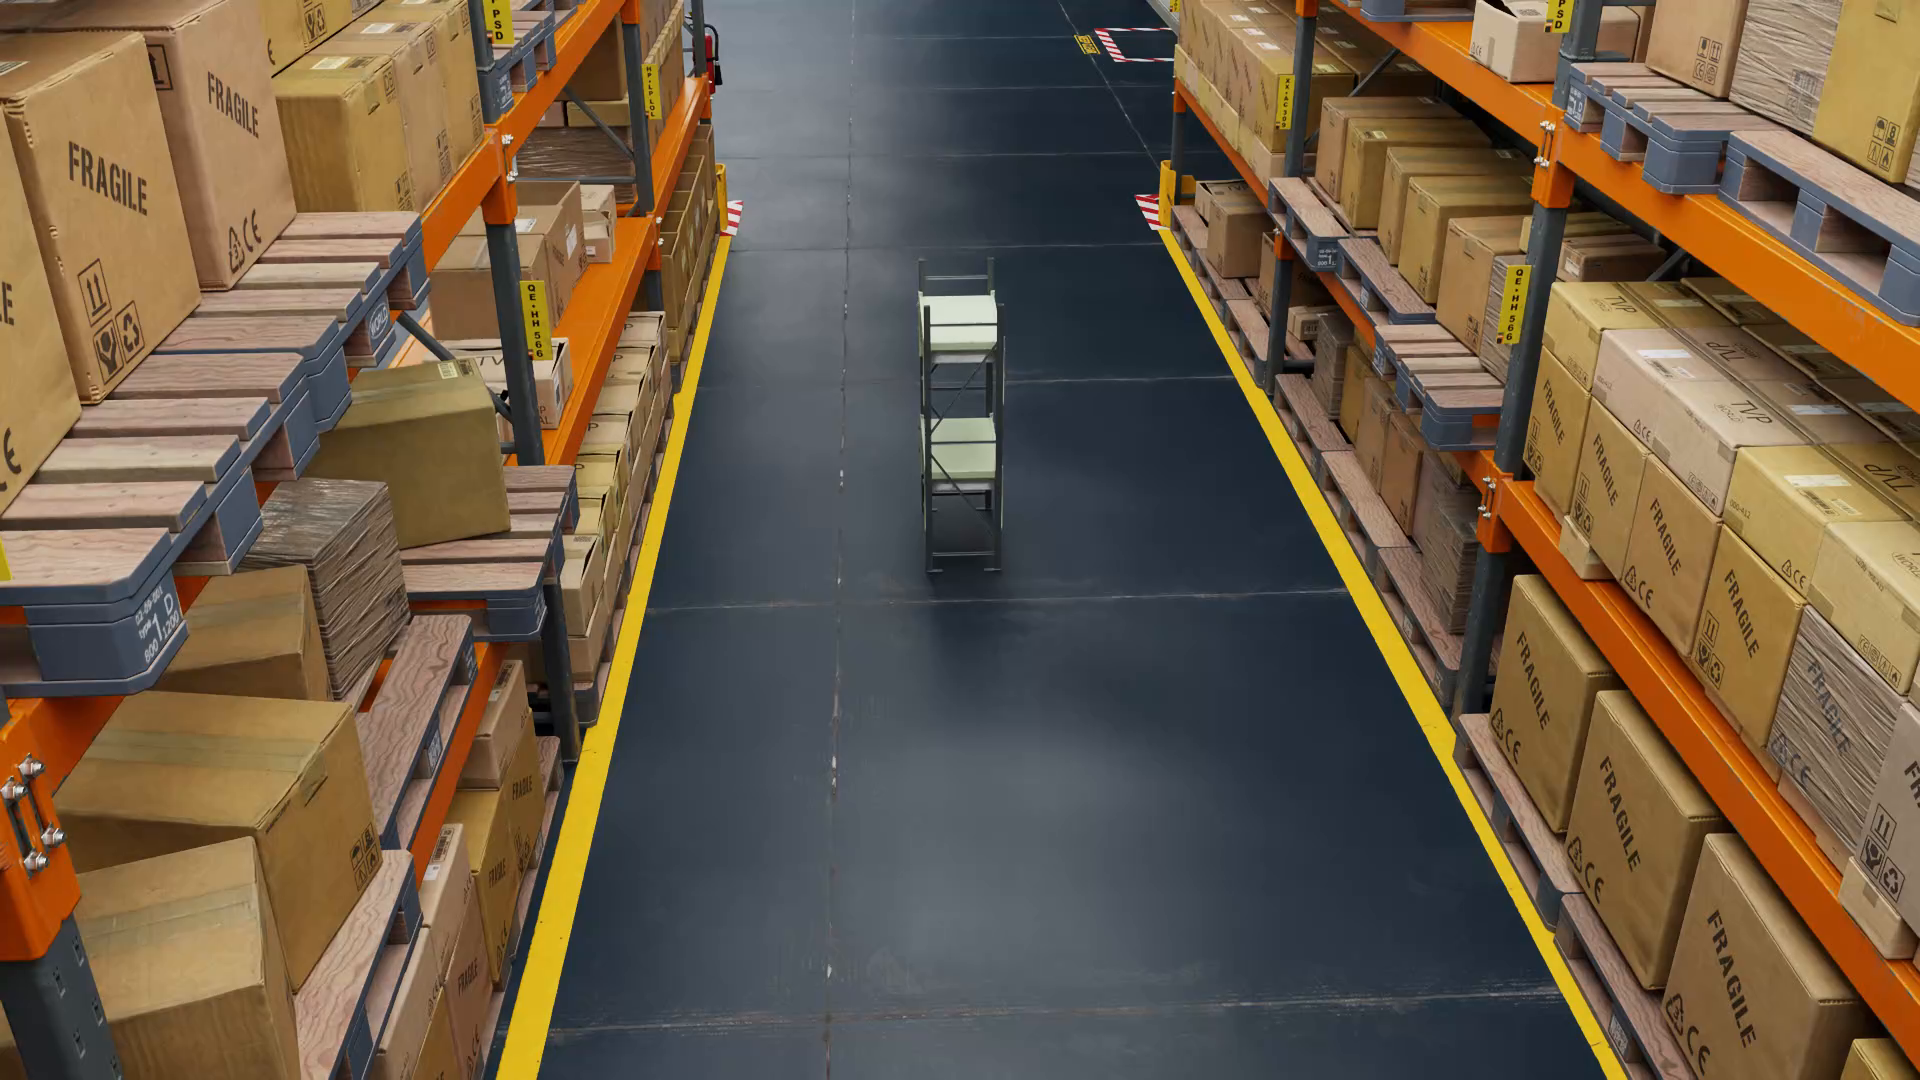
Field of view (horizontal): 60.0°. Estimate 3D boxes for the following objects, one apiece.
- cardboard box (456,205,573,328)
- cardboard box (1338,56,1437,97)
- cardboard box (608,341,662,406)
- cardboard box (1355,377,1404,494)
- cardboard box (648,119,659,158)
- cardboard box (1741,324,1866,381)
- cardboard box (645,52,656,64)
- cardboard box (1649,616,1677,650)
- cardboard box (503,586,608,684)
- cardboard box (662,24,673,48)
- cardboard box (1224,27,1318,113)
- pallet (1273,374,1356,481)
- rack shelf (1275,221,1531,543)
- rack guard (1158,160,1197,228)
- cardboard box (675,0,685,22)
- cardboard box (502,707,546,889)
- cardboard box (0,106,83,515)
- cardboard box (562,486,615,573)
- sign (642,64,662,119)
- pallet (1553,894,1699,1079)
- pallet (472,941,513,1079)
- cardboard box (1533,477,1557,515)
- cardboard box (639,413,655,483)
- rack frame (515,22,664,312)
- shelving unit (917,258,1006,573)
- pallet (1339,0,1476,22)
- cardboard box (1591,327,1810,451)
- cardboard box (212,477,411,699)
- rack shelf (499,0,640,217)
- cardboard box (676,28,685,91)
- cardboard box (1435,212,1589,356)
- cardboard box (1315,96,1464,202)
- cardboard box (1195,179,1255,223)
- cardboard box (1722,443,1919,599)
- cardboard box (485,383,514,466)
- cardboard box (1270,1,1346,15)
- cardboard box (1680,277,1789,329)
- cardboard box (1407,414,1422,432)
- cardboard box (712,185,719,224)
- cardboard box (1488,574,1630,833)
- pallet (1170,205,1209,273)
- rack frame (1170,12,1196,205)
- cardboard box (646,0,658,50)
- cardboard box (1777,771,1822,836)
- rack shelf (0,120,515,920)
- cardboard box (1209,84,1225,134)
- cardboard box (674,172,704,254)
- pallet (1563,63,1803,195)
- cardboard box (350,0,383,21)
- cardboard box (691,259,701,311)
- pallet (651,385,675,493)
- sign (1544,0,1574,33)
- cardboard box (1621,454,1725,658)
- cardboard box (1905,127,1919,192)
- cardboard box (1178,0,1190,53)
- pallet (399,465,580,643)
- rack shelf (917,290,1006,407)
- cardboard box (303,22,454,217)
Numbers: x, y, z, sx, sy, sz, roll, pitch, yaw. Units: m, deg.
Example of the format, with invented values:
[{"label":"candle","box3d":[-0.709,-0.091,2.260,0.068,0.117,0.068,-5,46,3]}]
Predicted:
[{"label":"cardboard box","box3d":[-2.324,-1.418,8.616,0.500,0.500,0.500,-1,28,-3]},{"label":"cardboard box","box3d":[2.730,-2.821,10.745,0.500,0.500,0.500,-2,28,-4]},{"label":"cardboard box","box3d":[-2.060,-0.998,9.833,0.500,0.311,0.500,-1,28,-1]},{"label":"cardboard box","box3d":[2.664,-0.598,9.379,0.700,0.500,0.500,-1,28,-2]},{"label":"cardboard box","box3d":[-2.487,-2.927,11.511,0.700,0.500,0.500,-1,28,-2]},{"label":"cardboard box","box3d":[3.061,-0.552,5.803,0.500,0.250,0.500,-2,28,-4]},{"label":"cardboard box","box3d":[-2.293,-3.259,11.445,0.380,0.149,0.250,-2,28,-4]},{"label":"cardboard box","box3d":[2.633,0.257,5.763,0.380,0.149,0.250,-1,28,-2]},{"label":"cardboard box","box3d":[-1.926,0.428,7.704,0.500,0.250,0.500,-1,28,-3]},{"label":"cardboard box","box3d":[-2.346,-3.734,12.356,0.380,0.149,0.250,-1,28,-1]},{"label":"cardboard box","box3d":[2.165,-3.273,11.612,0.500,0.500,0.500,-2,28,-4]},{"label":"pallet","box3d":[2.588,-0.728,10.418,1.003,0.211,1.213,-1,28,-3]},{"label":"rack shelf","box3d":[2.650,-1.082,8.858,1.077,0.370,4.000,-1,28,-3]},{"label":"rack guard","box3d":[2.341,-3.028,14.515,1.175,0.500,0.348,-1,28,-3]},{"label":"cardboard box","box3d":[-2.400,-4.210,13.269,0.380,0.149,0.250,-2,28,-4]},{"label":"cardboard box","box3d":[-1.909,0.984,6.347,0.500,0.500,0.500,0,28,-1]},{"label":"cardboard box","box3d":[-1.936,-0.348,2.759,0.600,0.600,0.600,-4,28,-8]},{"label":"cardboard box","box3d":[-1.962,-0.063,8.039,0.500,0.311,0.500,-2,28,-4]},{"label":"sign","box3d":[-1.860,-2.699,10.014,0.100,0.325,0.005,-1,28,-3]},{"label":"pallet","box3d":[2.781,1.687,5.787,1.003,0.211,1.213,-1,28,-3]},{"label":"pallet","box3d":[-2.130,1.788,5.593,1.003,0.211,1.213,-1,28,-3]},{"label":"cardboard box","box3d":[2.540,-0.217,6.672,0.380,0.149,0.250,-2,28,-3]},{"label":"cardboard box","box3d":[-2.038,-0.516,9.514,0.500,0.250,0.500,-1,28,-2]},{"label":"rack frame","box3d":[-2.401,-2.203,10.230,1.000,3.000,0.127,-1,28,-3]},{"label":"shelving unit","box3d":[0.000,-0.668,8.909,0.431,1.500,0.755,-1,28,-3]},{"label":"pallet","box3d":[2.529,-2.804,8.343,1.213,0.211,1.003,-1,28,-3]},{"label":"cardboard box","box3d":[2.550,-0.531,5.761,0.500,0.250,0.500,-2,28,-3]},{"label":"cardboard box","box3d":[-2.190,0.129,5.197,0.700,0.500,0.500,4,28,7]},{"label":"rack shelf","box3d":[-2.297,-2.290,7.932,1.077,0.370,4.000,-1,28,-3]},{"label":"cardboard box","box3d":[-2.598,-3.879,13.335,0.700,0.500,0.500,-1,28,-3]},{"label":"cardboard box","box3d":[2.664,-1.191,7.705,0.700,0.500,0.500,-4,28,-7]},{"label":"cardboard box","box3d":[2.538,-2.328,9.886,0.700,0.500,0.500,-1,28,-2]},{"label":"cardboard box","box3d":[2.283,-2.853,13.908,0.500,0.311,0.500,-4,28,-8]},{"label":"cardboard box","box3d":[2.612,-0.064,4.867,0.500,0.250,0.500,-2,28,-4]},{"label":"cardboard box","box3d":[-2.168,-0.485,7.033,0.500,0.311,0.500,0,28,1]},{"label":"cardboard box","box3d":[2.621,-3.762,12.550,0.500,0.500,0.500,-2,28,-4]},{"label":"cardboard box","box3d":[3.037,-0.791,6.262,0.500,0.250,0.500,-1,28,-1]},{"label":"cardboard box","box3d":[2.666,-0.730,8.822,0.500,0.250,0.500,-2,28,-3]},{"label":"cardboard box","box3d":[-2.287,-2.777,13.849,0.500,0.250,0.500,-1,28,-3]},{"label":"cardboard box","box3d":[2.662,0.633,6.664,0.750,0.750,0.750,-2,28,-3]},{"label":"pallet","box3d":[2.348,-2.524,13.861,1.003,0.211,1.213,-1,28,-3]},{"label":"rack frame","box3d":[2.337,-4.172,14.005,1.000,3.000,0.127,-1,28,-3]},{"label":"cardboard box","box3d":[-2.509,-3.723,11.633,0.700,0.500,0.500,-1,28,-3]},{"label":"cardboard box","box3d":[2.640,0.736,4.846,0.380,0.149,0.250,-2,28,-4]},{"label":"rack shelf","box3d":[-2.088,-0.443,4.390,1.077,0.370,4.000,-1,28,-3]},{"label":"cardboard box","box3d":[2.131,-3.173,12.230,0.500,0.250,0.500,-1,28,-2]},{"label":"cardboard box","box3d":[-2.193,-2.417,12.349,0.500,0.500,0.500,-1,28,-3]},{"label":"pallet","box3d":[2.841,-1.427,5.703,1.213,0.211,1.003,0,28,0]},{"label":"cardboard box","box3d":[-2.176,-1.972,5.354,0.500,0.500,0.500,-1,28,-3]},{"label":"cardboard box","box3d":[-2.165,-1.854,12.079,0.500,0.250,0.500,-1,28,-3]},{"label":"pallet","box3d":[-2.324,-0.627,10.224,1.003,0.211,1.213,-1,28,-3]},{"label":"sign","box3d":[2.212,-2.024,6.084,0.100,0.325,0.005,-1,28,-3]},{"label":"cardboard box","box3d":[2.567,0.040,5.479,0.500,0.500,0.500,-2,28,-3]},{"label":"cardboard box","box3d":[2.971,-1.097,4.281,0.700,0.500,0.500,-1,28,-3]},{"label":"cardboard box","box3d":[2.062,-4.219,13.425,0.500,0.500,0.500,-1,28,-3]},{"label":"pallet","box3d":[-2.087,0.041,6.136,1.213,0.211,1.003,-1,28,-3]},{"label":"rack shelf","box3d":[0.000,-1.014,8.729,0.431,0.370,0.720,-1,28,-3]},{"label":"cardboard box","box3d":[-2.109,-1.294,5.135,0.910,0.500,0.500,-1,28,-3]}]
